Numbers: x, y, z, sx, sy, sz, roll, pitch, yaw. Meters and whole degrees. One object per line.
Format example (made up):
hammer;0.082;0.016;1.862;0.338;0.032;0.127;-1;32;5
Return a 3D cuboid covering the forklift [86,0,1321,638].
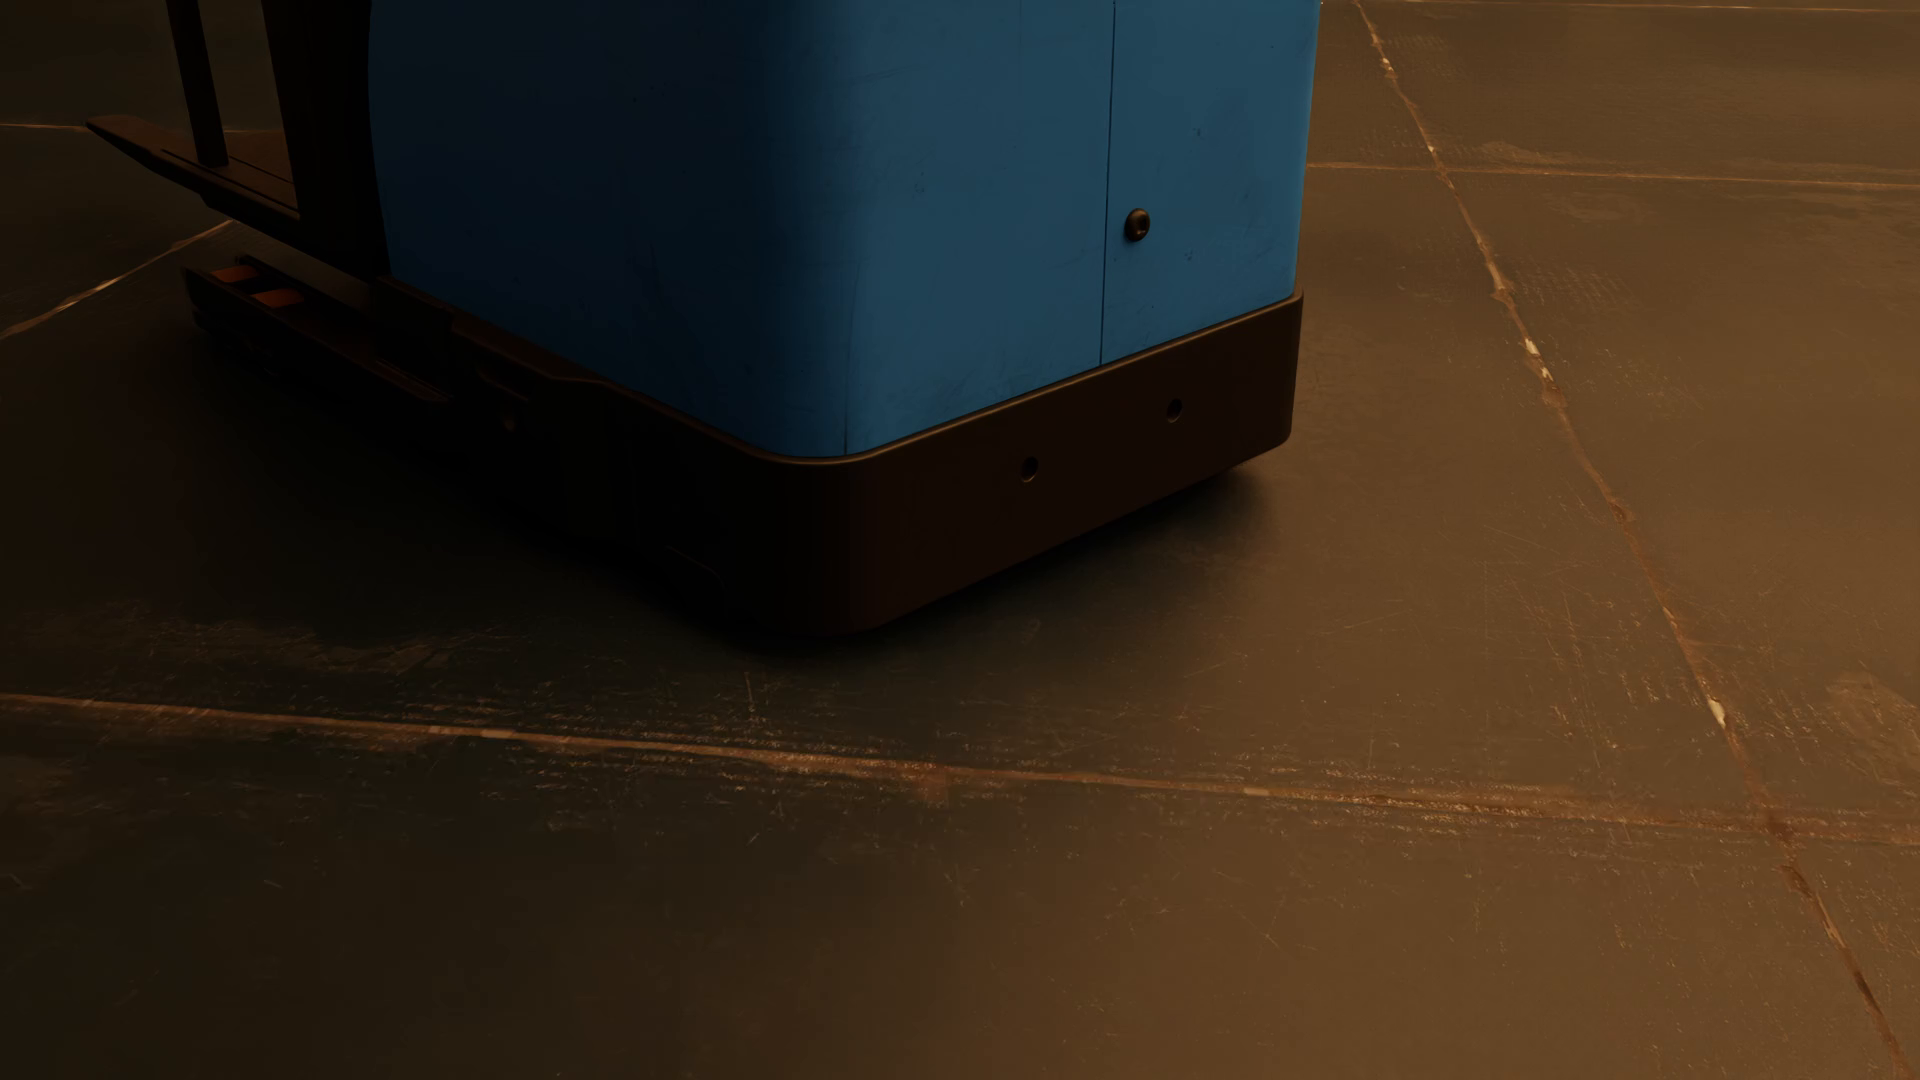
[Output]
forklift;-0.845;-1.754;2.733;1.130;2.935;3.031;-23;35;-38
